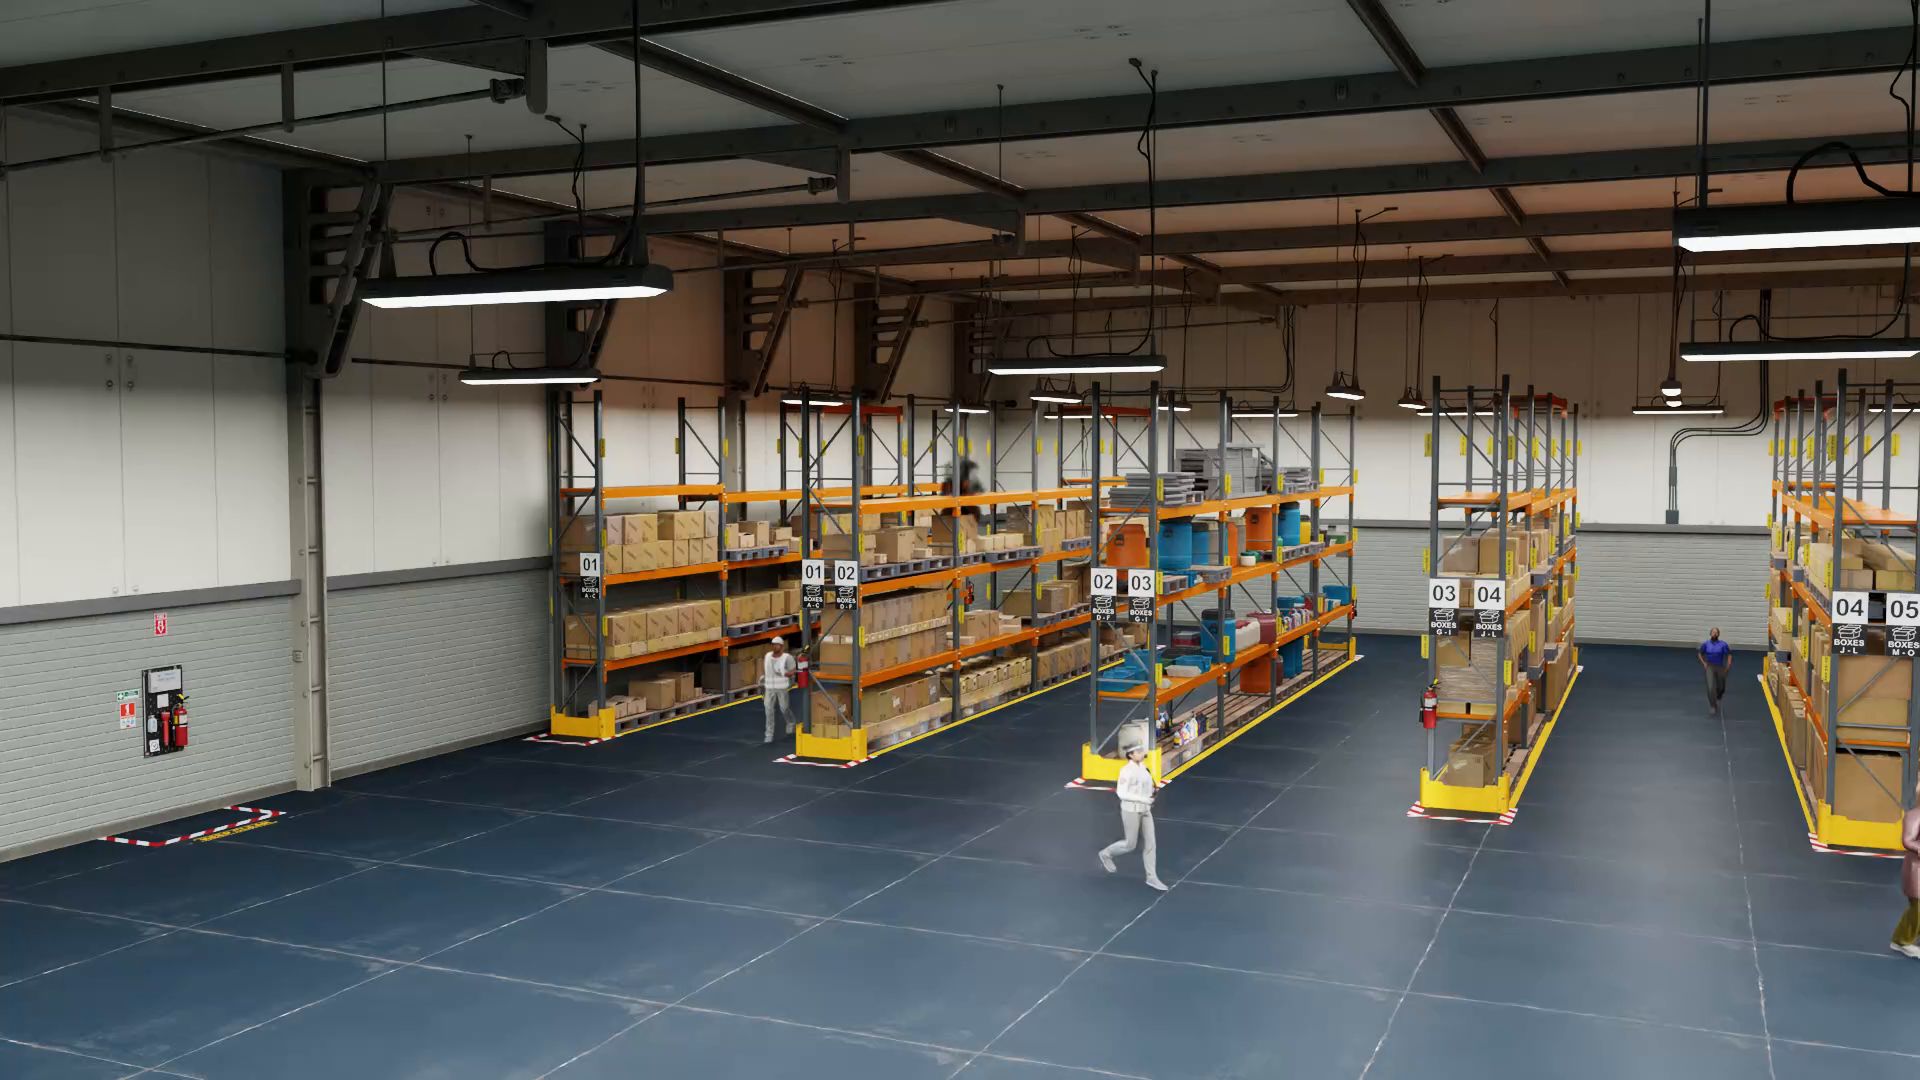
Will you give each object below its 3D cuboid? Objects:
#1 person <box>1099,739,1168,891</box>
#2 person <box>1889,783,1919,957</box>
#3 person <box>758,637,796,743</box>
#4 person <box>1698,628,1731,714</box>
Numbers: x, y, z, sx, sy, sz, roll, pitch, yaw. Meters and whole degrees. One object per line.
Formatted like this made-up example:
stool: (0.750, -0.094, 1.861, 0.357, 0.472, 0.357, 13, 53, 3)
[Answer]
person: (1.996, 3.103, 18.986, 0.901, 1.693, 0.616, 3, 4, 42)
person: (9.423, 3.233, 16.183, 0.709, 1.775, 0.718, -2, 4, -29)
person: (-3.117, 2.531, 28.371, 0.693, 1.763, 0.986, 1, 3, 13)
person: (14.350, 2.473, 31.635, 0.586, 1.609, 0.711, 1, 3, 21)
